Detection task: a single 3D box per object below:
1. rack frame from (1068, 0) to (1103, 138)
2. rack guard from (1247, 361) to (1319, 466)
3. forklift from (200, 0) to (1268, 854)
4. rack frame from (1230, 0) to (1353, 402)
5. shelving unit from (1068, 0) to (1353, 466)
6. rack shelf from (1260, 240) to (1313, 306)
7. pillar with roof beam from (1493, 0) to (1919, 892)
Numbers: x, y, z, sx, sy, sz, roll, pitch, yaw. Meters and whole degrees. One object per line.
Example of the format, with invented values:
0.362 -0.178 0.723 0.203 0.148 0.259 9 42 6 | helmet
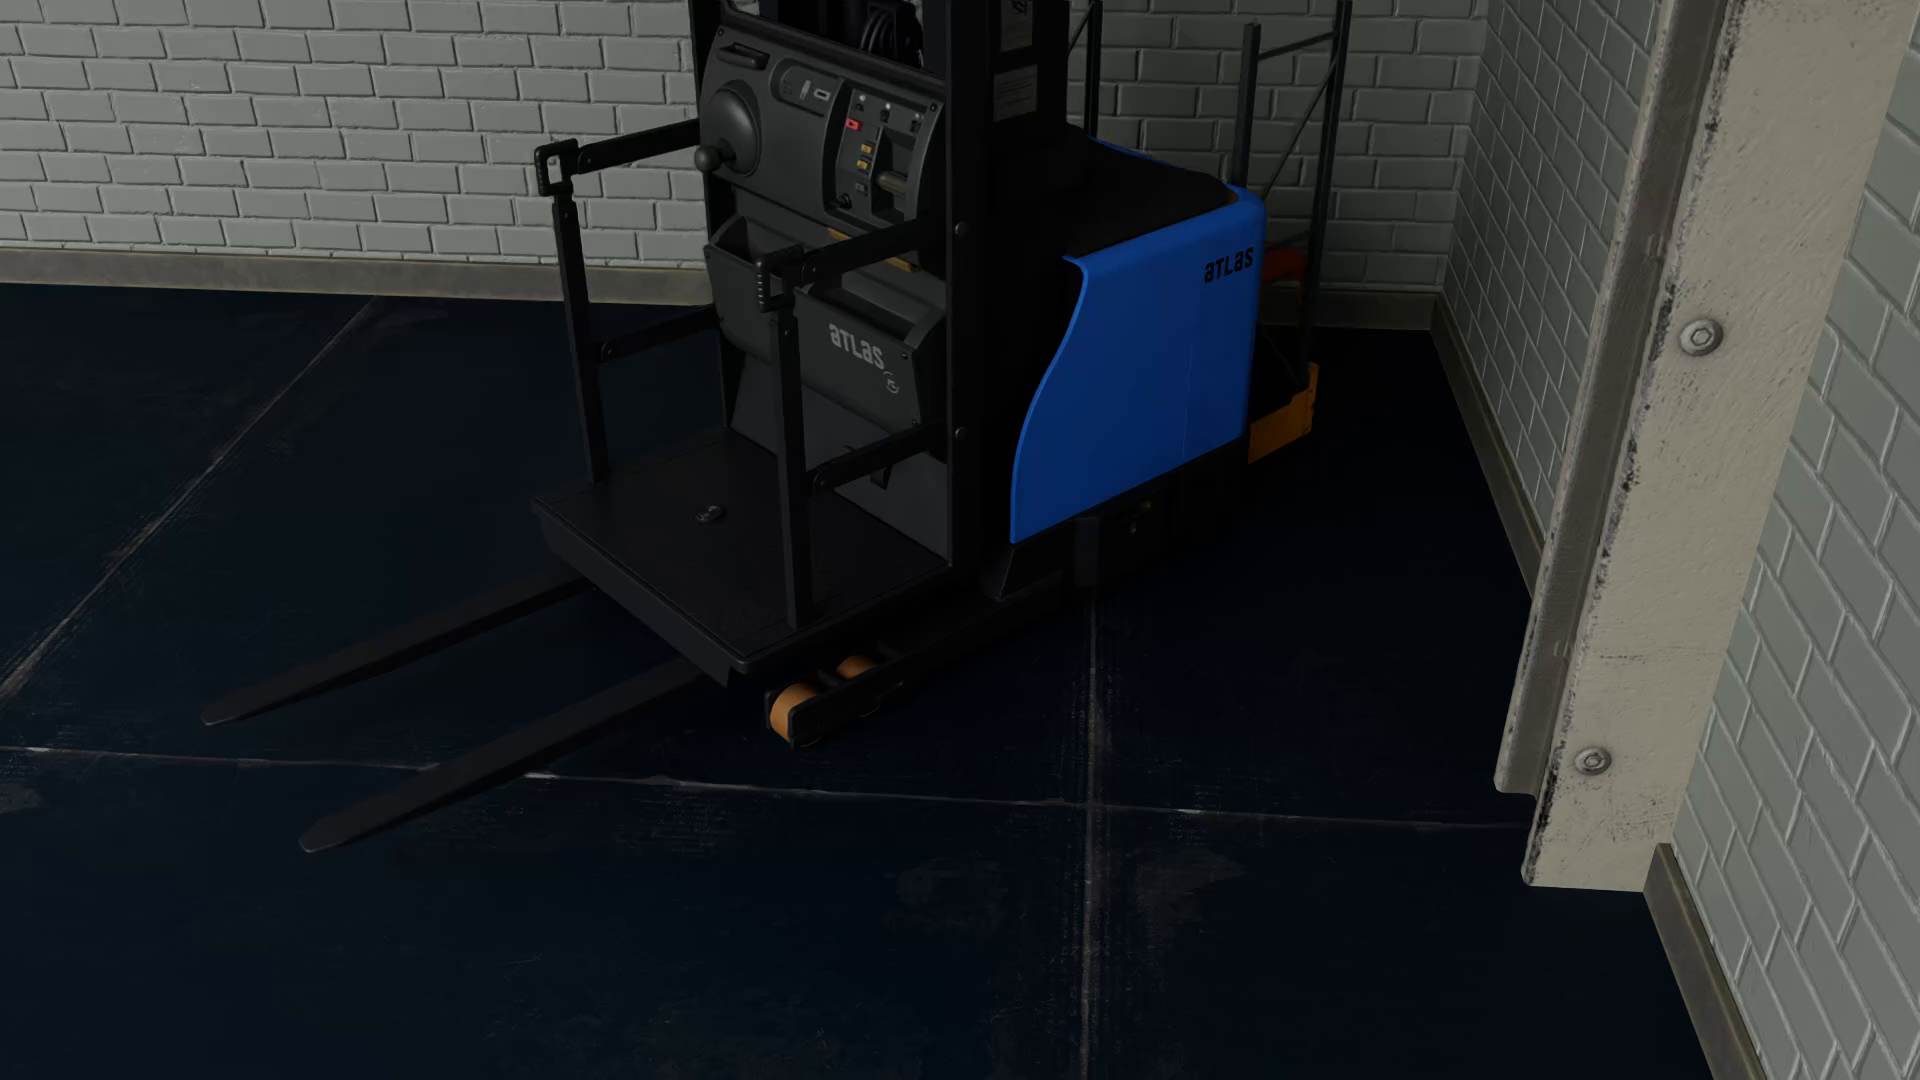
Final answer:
0.309 -1.321 5.964 0.500 1.500 0.032 -27 40 -36 | rack frame
1.011 -0.404 5.668 0.587 0.250 0.087 -27 40 -36 | rack guard
-0.528 -1.016 4.105 3.031 2.935 1.130 -25 39 -34 | forklift
1.012 -0.936 5.339 0.500 1.500 0.032 -27 40 -36 | rack frame
0.667 -1.125 5.646 0.587 1.500 1.083 -27 40 -36 | shelving unit
0.660 -0.975 5.746 0.538 0.185 1.000 -27 40 -36 | rack shelf
-2.786 -3.297 2.023 9.100 9.000 0.400 2 32 4 | pillar with roof beam
